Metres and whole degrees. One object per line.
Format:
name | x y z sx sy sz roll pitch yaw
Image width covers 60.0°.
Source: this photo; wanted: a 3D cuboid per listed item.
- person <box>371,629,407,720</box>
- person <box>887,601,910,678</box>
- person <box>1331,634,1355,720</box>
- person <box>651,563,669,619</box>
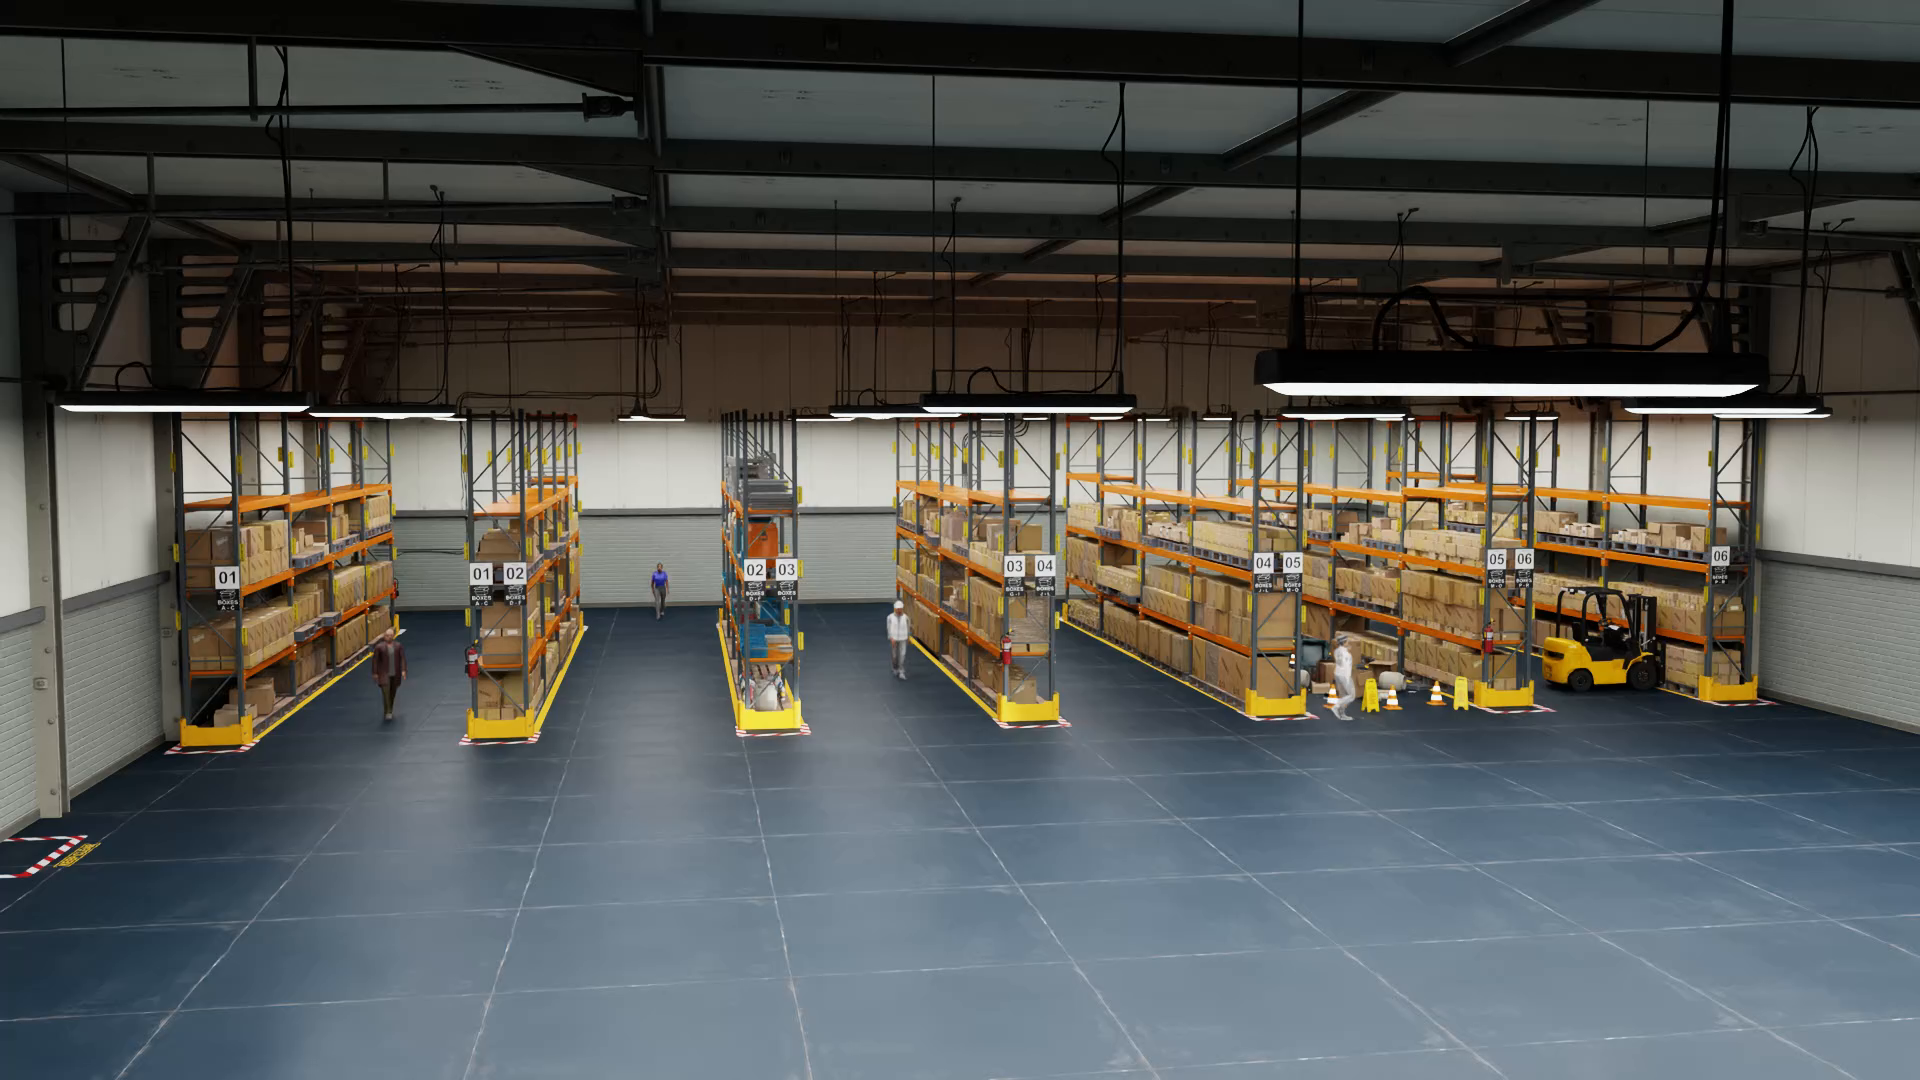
person | -10.999 2.690 32.150 0.600 1.529 1.105 -3 5 -39
person | -1.385 2.233 37.513 0.532 1.713 0.988 0 4 -5
person | 7.318 2.639 31.939 0.523 1.677 0.499 -1 4 -14
person | -8.853 1.491 49.082 0.511 1.580 1.021 -1 4 -11
